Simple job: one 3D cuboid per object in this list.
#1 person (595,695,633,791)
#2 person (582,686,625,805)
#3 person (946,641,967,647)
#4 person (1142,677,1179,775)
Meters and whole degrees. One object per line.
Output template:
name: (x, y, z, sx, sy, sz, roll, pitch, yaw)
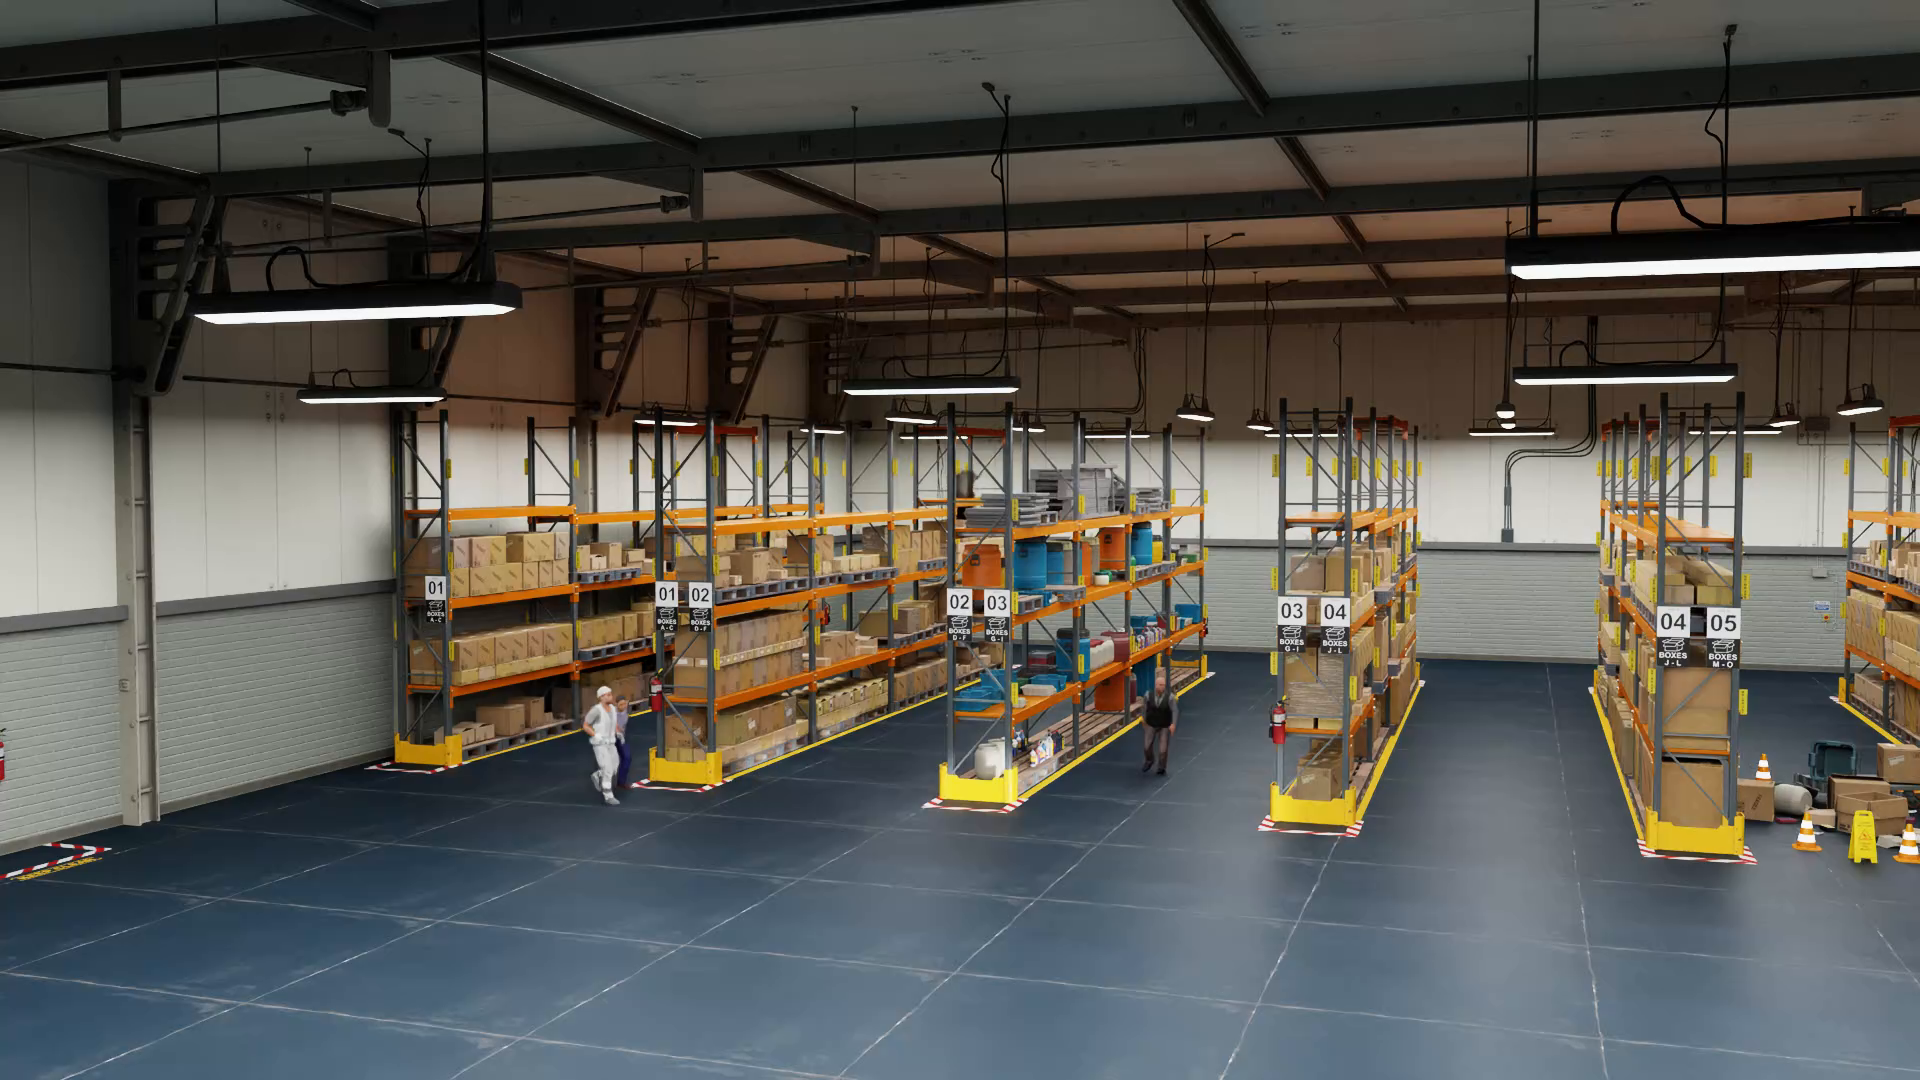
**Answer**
person: (-5.465, 3.145, 26.018, 0.626, 1.512, 1.033, -2, 3, -44)
person: (-5.385, 3.064, 24.895, 0.716, 1.765, 0.662, 2, 3, 36)
person: (-0.029, 2.244, 44.034, 0.956, 1.778, 0.628, 2, 3, 33)
person: (3.236, 3.013, 26.969, 0.639, 1.632, 0.661, 1, 3, 14)
